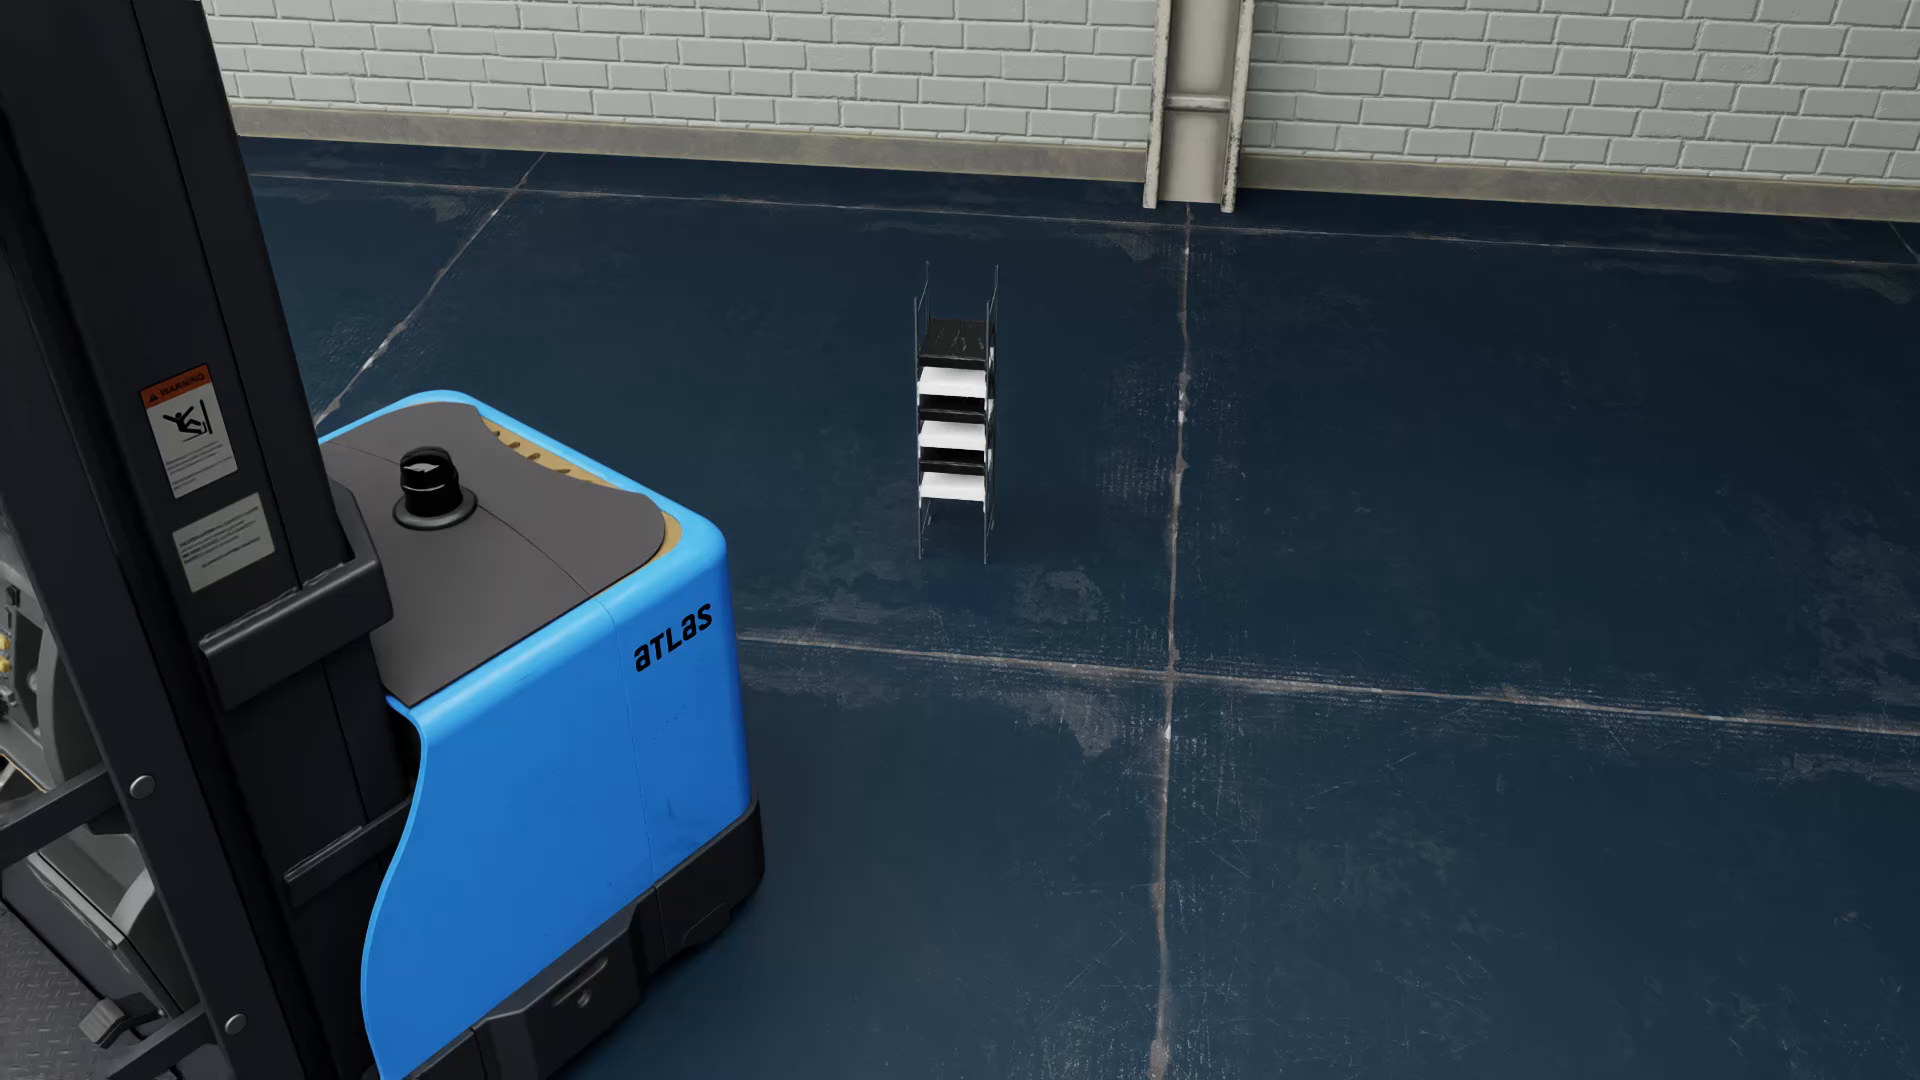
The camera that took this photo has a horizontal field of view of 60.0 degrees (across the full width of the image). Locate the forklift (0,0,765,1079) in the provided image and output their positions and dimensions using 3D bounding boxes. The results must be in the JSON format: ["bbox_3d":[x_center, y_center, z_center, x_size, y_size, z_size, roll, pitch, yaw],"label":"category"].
[{"bbox_3d":[-1.791,0.142,2.527,1.130,2.935,3.031,25,43,31],"label":"forklift"}]

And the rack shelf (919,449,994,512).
[{"bbox_3d":[-0.008,-0.193,5.113,0.200,0.077,0.258,4,36,6],"label":"rack shelf"}]

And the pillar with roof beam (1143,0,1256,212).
[{"bbox_3d":[0.471,-2.714,1.306,0.400,9.000,9.100,4,36,6],"label":"pillar with roof beam"}]

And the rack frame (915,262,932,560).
[{"bbox_3d":[-0.109,-0.374,5.000,0.006,0.900,0.240,4,36,6],"label":"rack frame"}]

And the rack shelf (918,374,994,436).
[{"bbox_3d":[-0.008,-0.413,4.956,0.200,0.077,0.258,4,36,6],"label":"rack shelf"}]

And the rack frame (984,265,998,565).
[{"bbox_3d":[0.093,-0.359,4.979,0.006,0.900,0.240,4,36,6],"label":"rack frame"}]

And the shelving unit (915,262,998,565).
[{"bbox_3d":[-0.008,-0.367,4.989,0.210,0.900,0.258,4,36,6],"label":"shelving unit"}]

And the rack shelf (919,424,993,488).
[{"bbox_3d":[-0.008,-0.266,5.061,0.200,0.077,0.258,4,36,6],"label":"rack shelf"}]

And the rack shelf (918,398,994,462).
[{"bbox_3d":[-0.008,-0.340,5.009,0.200,0.077,0.258,4,36,6],"label":"rack shelf"}]

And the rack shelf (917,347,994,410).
[{"bbox_3d":[-0.008,-0.486,4.904,0.200,0.077,0.258,4,36,6],"label":"rack shelf"}]

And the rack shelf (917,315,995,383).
[{"bbox_3d":[-0.008,-0.560,4.852,0.200,0.077,0.258,4,36,6],"label":"rack shelf"}]
